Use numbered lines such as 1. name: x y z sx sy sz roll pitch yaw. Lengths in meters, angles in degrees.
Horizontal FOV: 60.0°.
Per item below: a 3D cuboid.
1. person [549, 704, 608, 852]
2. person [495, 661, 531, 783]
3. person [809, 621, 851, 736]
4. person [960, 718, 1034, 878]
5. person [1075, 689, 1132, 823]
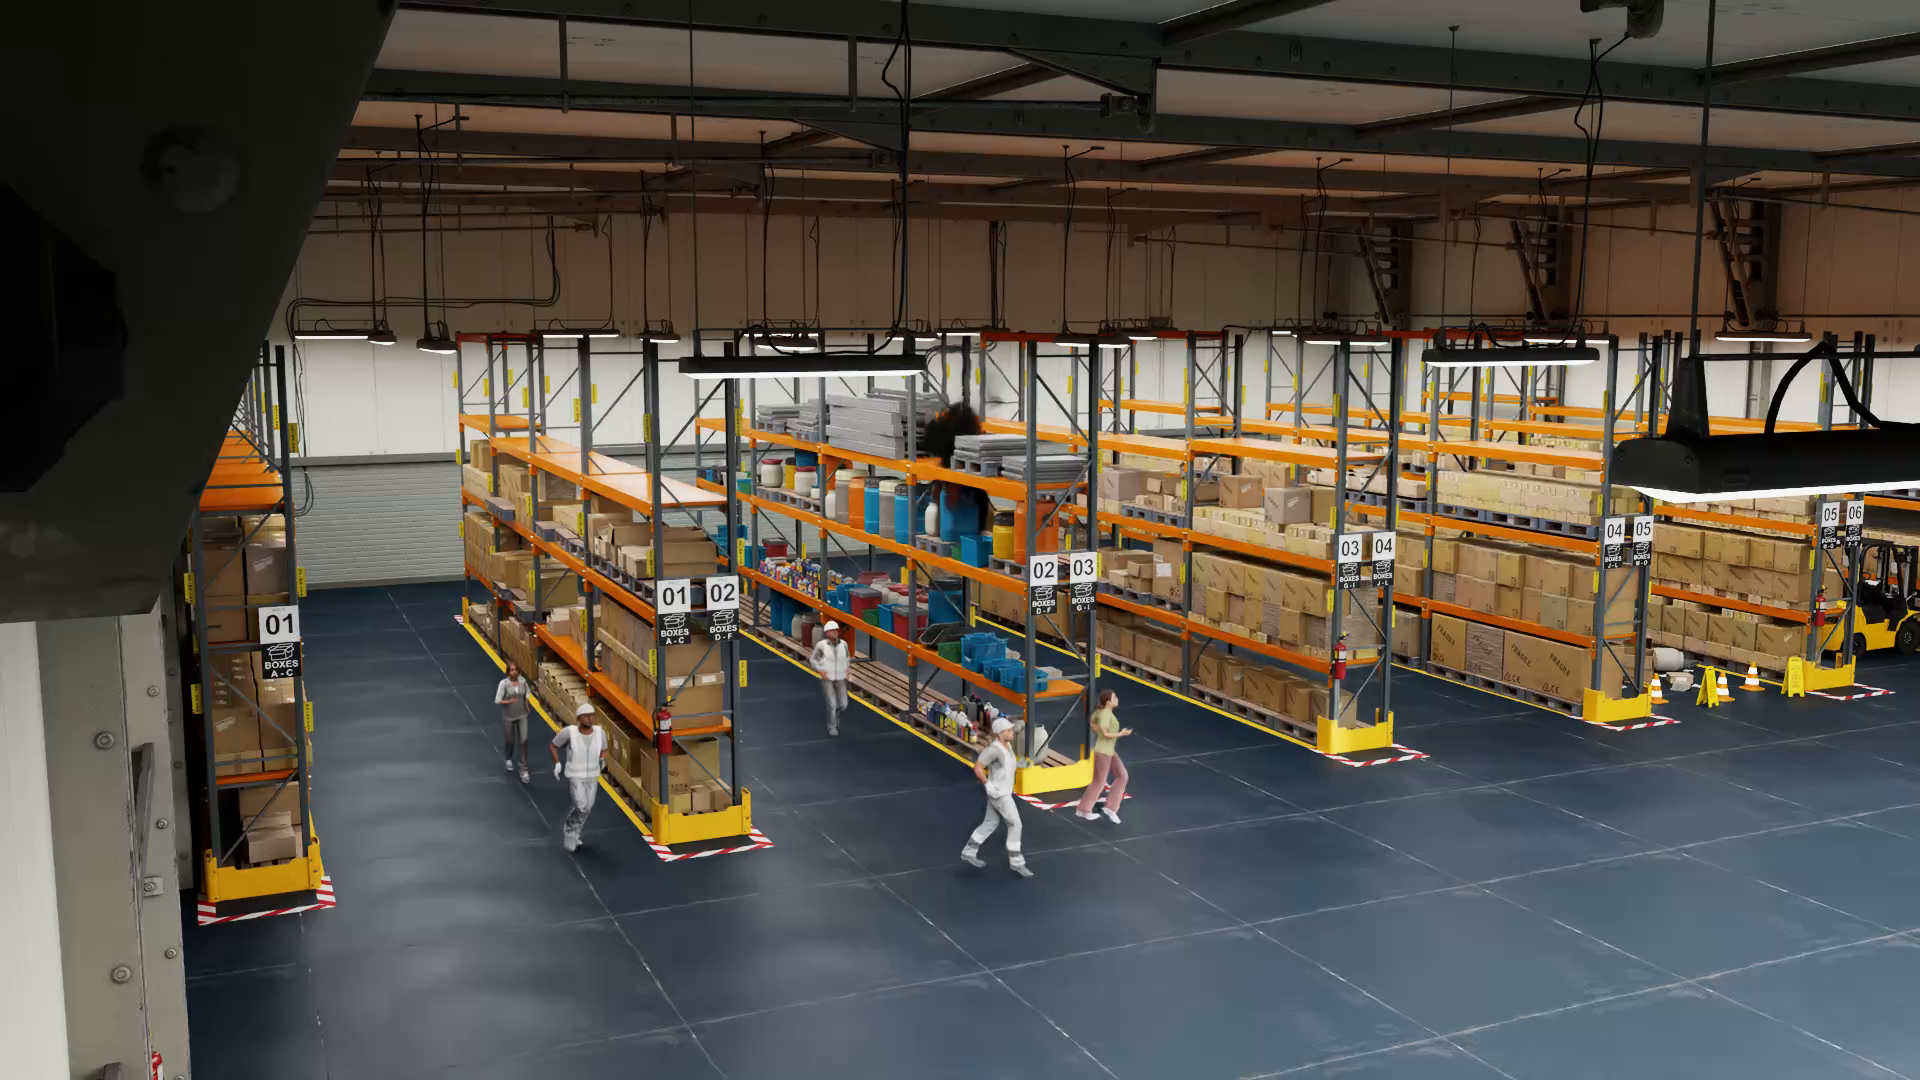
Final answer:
1. person: -4.467 2.811 19.770 0.662 1.730 0.656 -6 10 -37
2. person: -6.096 2.456 22.773 0.532 1.612 0.798 -4 9 -28
3. person: -1.955 2.079 25.229 0.679 1.737 0.581 -3 8 -24
4. person: 0.428 2.909 18.906 0.856 1.836 0.624 1 8 5
5. person: 1.814 2.715 20.891 0.694 1.710 0.581 1 8 9
